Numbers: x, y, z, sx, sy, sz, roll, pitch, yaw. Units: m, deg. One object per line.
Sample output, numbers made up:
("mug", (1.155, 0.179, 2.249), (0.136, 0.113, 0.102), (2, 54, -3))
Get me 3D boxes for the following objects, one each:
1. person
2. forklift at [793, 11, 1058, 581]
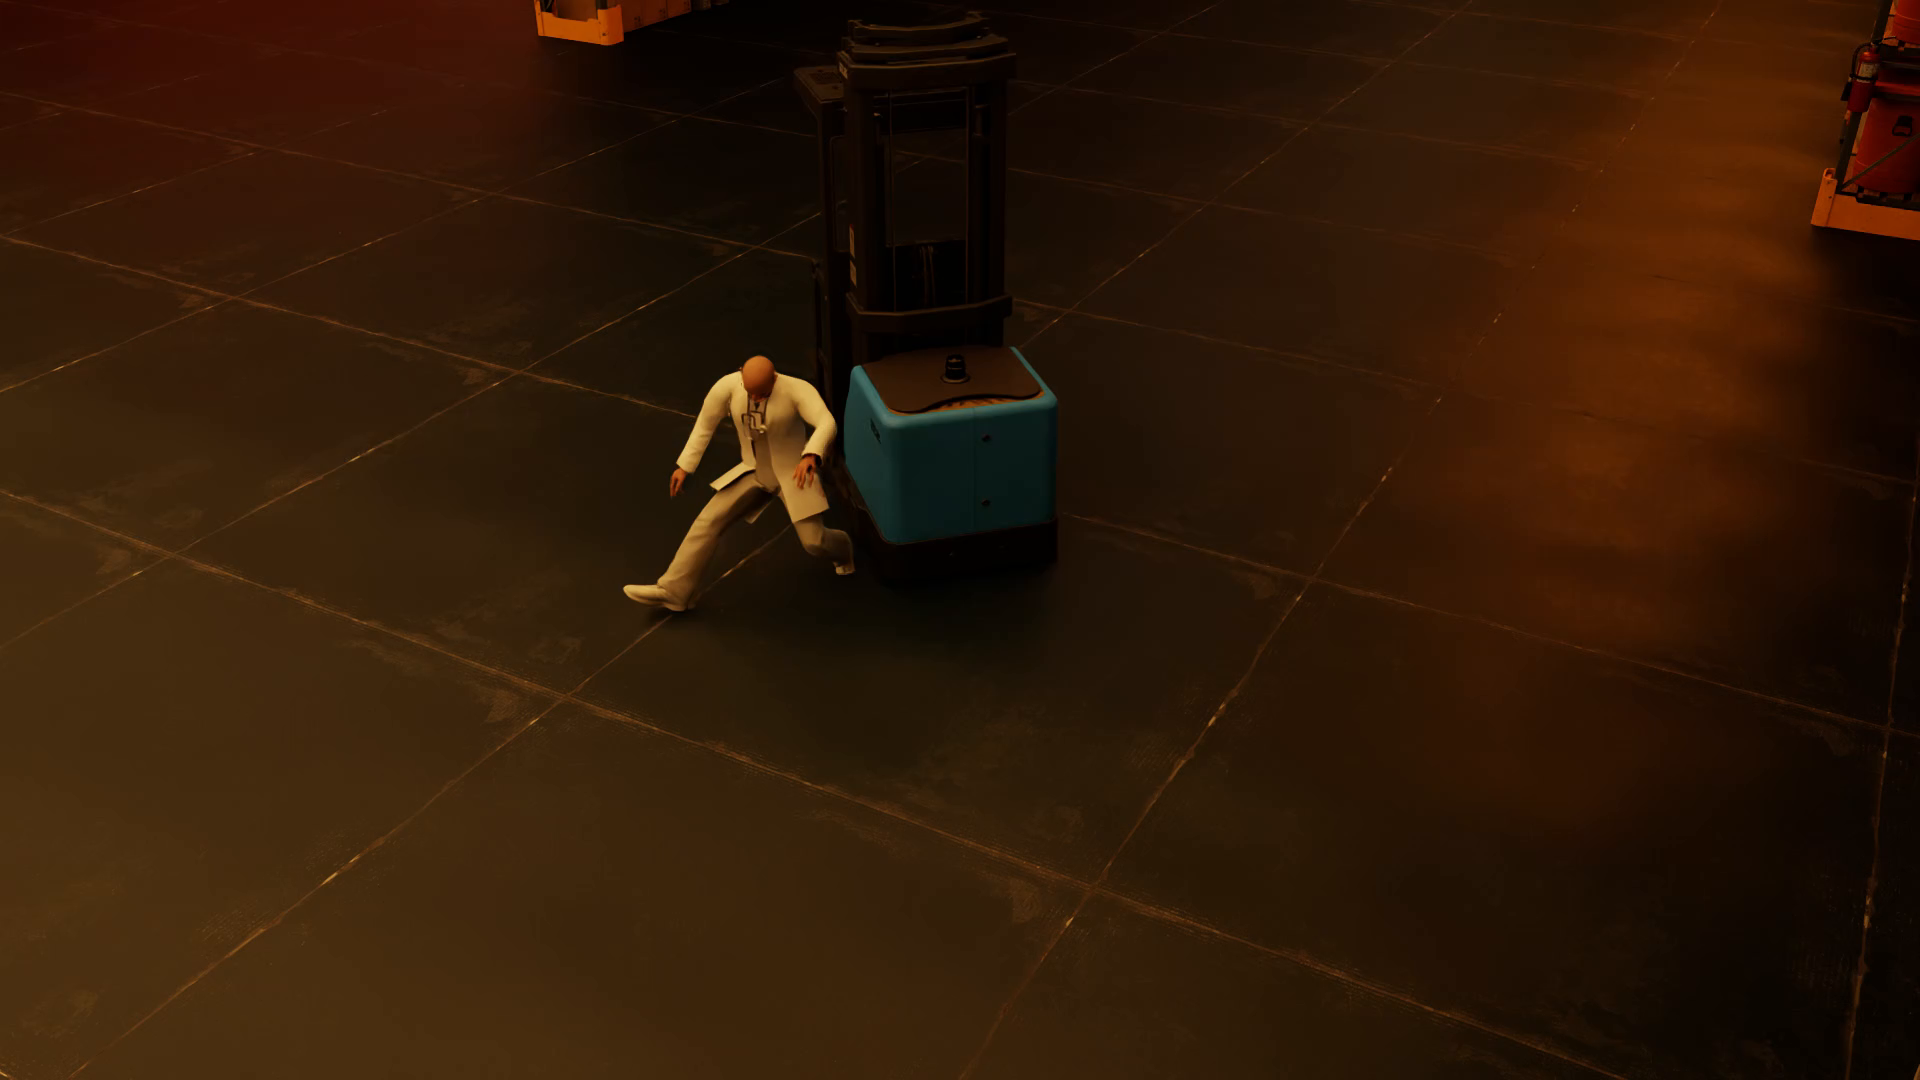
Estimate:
("person", (-1.156, -0.308, 9.165), (1.105, 1.562, 1.115), (11, 32, 18))
("forklift", (-0.345, -1.761, 10.122), (1.130, 2.935, 3.031), (-9, 31, -14))
